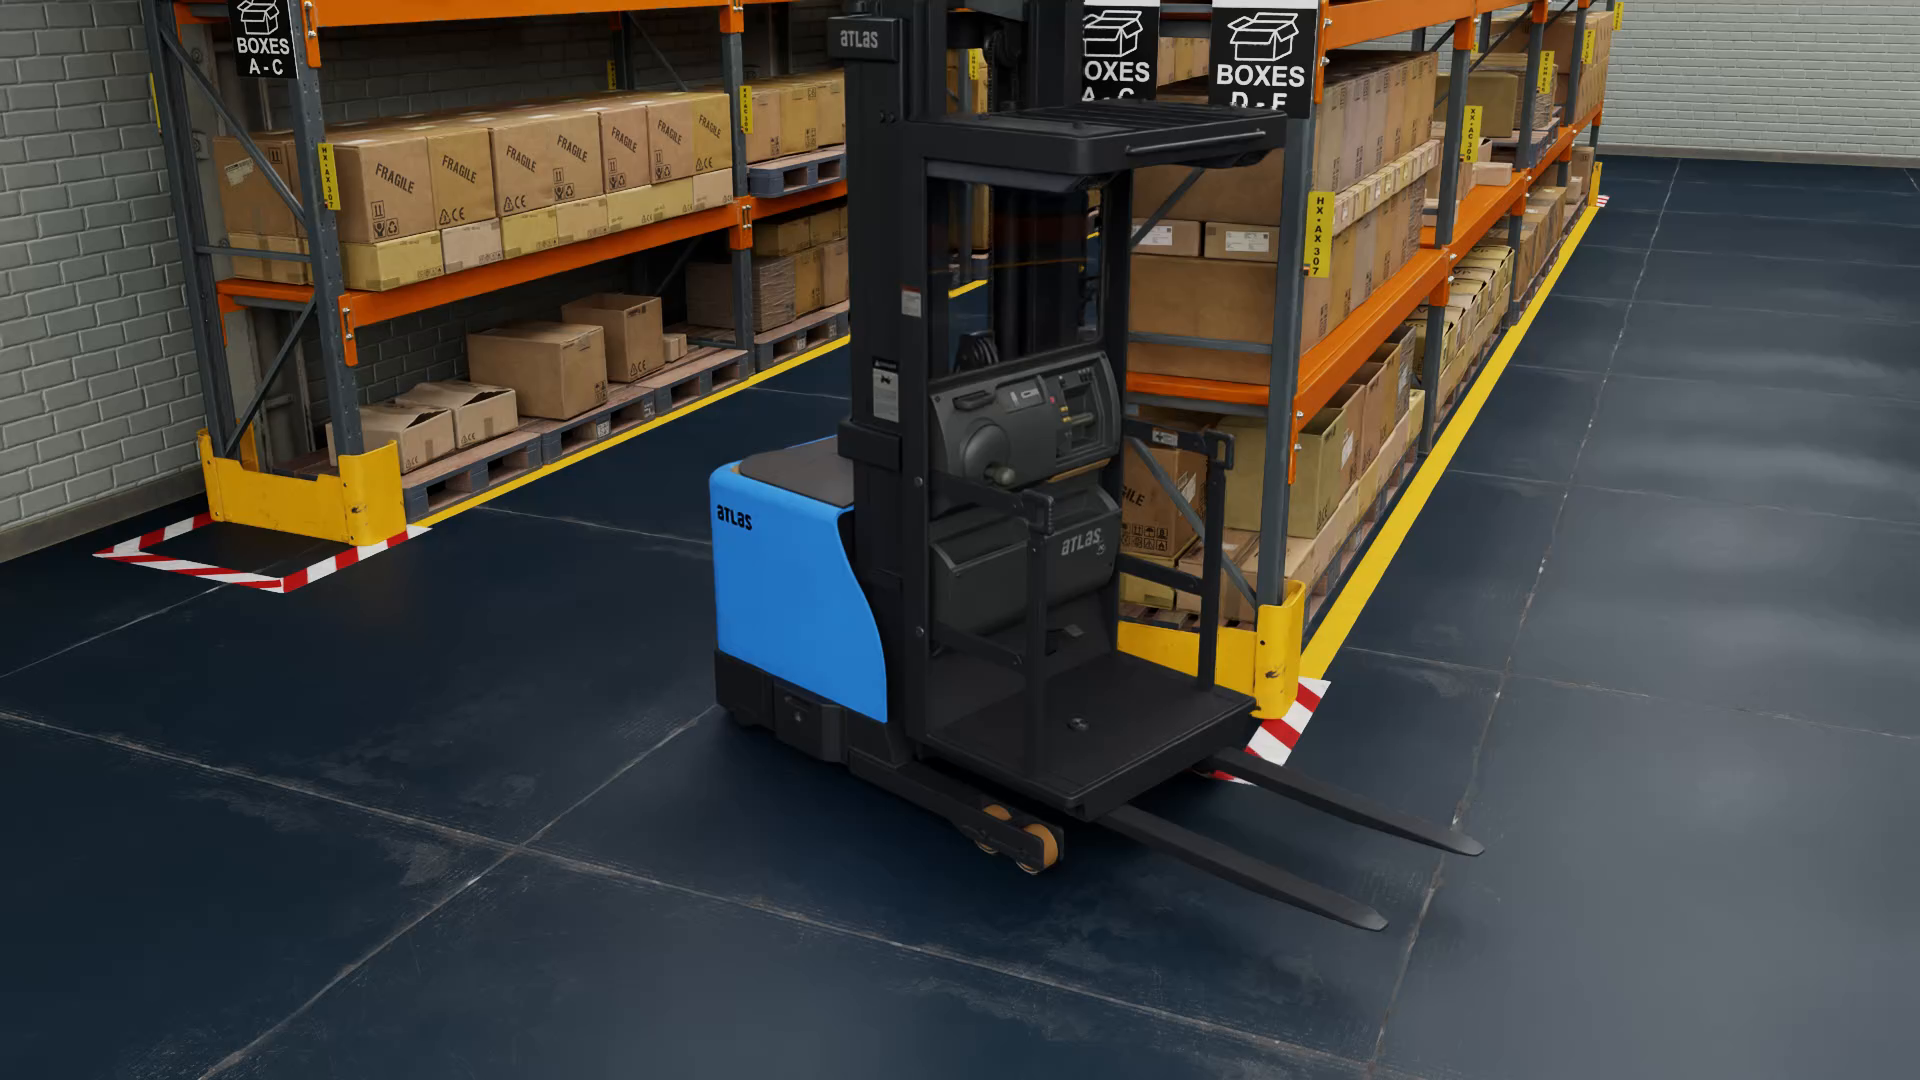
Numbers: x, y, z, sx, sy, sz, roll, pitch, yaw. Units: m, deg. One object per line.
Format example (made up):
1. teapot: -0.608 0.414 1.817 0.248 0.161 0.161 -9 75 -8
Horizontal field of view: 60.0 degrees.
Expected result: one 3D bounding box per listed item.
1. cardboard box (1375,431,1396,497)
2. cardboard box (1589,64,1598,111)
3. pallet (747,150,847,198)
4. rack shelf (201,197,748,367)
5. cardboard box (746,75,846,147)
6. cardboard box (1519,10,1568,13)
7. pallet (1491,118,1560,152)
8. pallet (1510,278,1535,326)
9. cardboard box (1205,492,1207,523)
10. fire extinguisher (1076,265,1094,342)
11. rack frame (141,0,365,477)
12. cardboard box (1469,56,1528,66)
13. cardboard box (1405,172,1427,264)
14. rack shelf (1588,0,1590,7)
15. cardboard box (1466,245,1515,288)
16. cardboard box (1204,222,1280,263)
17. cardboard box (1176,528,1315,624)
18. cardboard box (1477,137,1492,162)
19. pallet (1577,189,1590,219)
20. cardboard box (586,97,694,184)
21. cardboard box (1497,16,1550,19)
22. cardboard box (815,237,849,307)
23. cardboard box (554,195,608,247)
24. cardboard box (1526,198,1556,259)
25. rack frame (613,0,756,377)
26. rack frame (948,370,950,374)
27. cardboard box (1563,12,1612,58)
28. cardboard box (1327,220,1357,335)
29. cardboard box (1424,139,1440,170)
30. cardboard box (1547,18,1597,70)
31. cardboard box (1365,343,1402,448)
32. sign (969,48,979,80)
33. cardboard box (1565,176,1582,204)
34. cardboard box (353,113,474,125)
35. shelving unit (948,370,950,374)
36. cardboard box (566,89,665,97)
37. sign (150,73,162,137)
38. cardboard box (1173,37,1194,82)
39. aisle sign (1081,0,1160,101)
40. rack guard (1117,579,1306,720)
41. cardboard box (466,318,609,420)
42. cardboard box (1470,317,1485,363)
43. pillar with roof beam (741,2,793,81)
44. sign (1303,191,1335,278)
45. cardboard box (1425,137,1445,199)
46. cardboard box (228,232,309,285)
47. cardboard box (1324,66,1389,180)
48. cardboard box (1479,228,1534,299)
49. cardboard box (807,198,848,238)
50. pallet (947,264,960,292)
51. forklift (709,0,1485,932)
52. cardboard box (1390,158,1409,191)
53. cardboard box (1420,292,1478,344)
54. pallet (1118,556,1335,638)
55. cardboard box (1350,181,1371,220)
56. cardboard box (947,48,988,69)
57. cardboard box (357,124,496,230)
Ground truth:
1. cardboard box: 2.114 -0.450 9.235 0.500 0.250 0.500 9 21 23
2. cardboard box: 6.863 -5.102 18.690 0.500 0.500 0.500 8 21 22
3. pallet: -1.566 -2.828 12.730 1.003 0.211 1.213 9 21 23
4. rack shelf: -2.831 -1.754 10.499 1.077 0.370 4.000 9 21 23
5. cardboard box: -1.296 -3.485 13.487 0.700 0.500 0.500 12 23 30
6. cardboard box: 7.001 -6.113 20.040 0.500 0.500 0.500 9 22 24
7. pallet: 4.939 -3.754 15.333 1.003 0.211 1.213 9 21 23
8. pallet: 4.488 -2.158 14.722 1.003 0.211 1.213 9 21 23
9. cardboard box: 1.015 -0.065 8.151 0.500 0.250 0.500 9 21 23
10. fire extinguisher: 0.399 -0.794 6.841 0.296 0.674 0.183 9 21 23
11. rack frame: -3.650 -1.482 8.659 1.000 3.000 0.127 9 21 23
12. cardboard box: 5.163 -4.384 16.042 0.700 0.500 0.500 12 23 31
13. cardboard box: 2.333 -1.937 9.789 0.700 0.500 0.500 8 21 21
14. rack shelf: 6.604 -6.157 18.403 1.077 0.370 4.000 9 21 23
15. cardboard box: 4.157 -2.221 13.379 0.500 0.311 0.500 9 22 24
16. cardboard box: 1.228 -1.246 6.880 0.380 0.149 0.250 8 21 22
17. cardboard box: 1.294 0.161 7.516 0.500 0.250 0.500 9 21 23
18. cardboard box: 3.958 -3.102 13.347 0.500 0.311 0.500 10 22 26
19. pallet: 7.067 -4.113 20.220 1.003 0.211 1.213 9 21 23
20. cardboard box: -2.122 -2.656 11.036 0.500 0.500 0.500 8 21 22
21. cardboard box: 6.170 -5.491 18.291 0.500 0.500 0.500 9 21 23
22. cardboard box: -1.314 -2.277 13.968 0.700 0.500 0.500 9 21 23
23. cardboard box: -2.537 -1.996 10.299 0.500 0.250 0.500 9 21 23
24. cardboard box: 5.429 -3.008 16.024 0.500 0.500 0.500 9 21 23
25. rack frame: -2.012 -2.705 12.097 1.000 3.000 0.127 9 21 23
26. rack frame: 0.045 -0.458 8.912 0.240 0.900 0.006 9 21 23
27. cardboard box: 7.286 -5.884 19.396 0.500 0.500 0.500 9 22 24
28. cardboard box: 1.493 -1.304 8.008 0.700 0.500 0.500 9 21 23
29. cardboard box: 2.593 -2.266 9.747 0.380 0.149 0.250 9 21 23
30. cardboard box: 6.446 -5.253 17.622 0.500 0.500 0.500 8 21 21
31. cardboard box: 2.102 -0.805 9.114 0.500 0.500 0.500 9 21 23
32. sign: 0.125 -4.364 15.153 0.100 0.325 0.005 9 21 23
33. cardboard box: 7.009 -4.120 19.524 0.500 0.250 0.500 9 21 23
34. cardboard box: -3.228 -2.258 9.917 0.500 0.500 0.500 8 21 21
35. shelving unit: 0.003 -0.426 8.825 0.258 0.900 0.210 9 21 23
36. cardboard box: -2.395 -2.882 11.670 0.500 0.500 0.500 8 21 21
37. sign: -4.148 -2.259 8.643 0.100 0.325 0.005 9 21 23
38. cardboard box: 2.415 -6.133 21.290 0.980 0.700 0.700 8 21 22
39. aisle sign: 0.576 -2.048 6.372 0.394 0.787 0.004 9 21 23
40. rack guard: 0.862 0.382 7.149 1.175 0.500 0.348 9 21 23
41. cardboard box: -2.705 -1.102 10.665 0.700 0.500 0.500 7 21 19
42. cardboard box: 3.530 -1.488 12.153 0.500 0.250 0.500 9 21 24
43. pillar with roof beam: 2.232 -5.885 12.086 9.100 9.000 0.400 9 21 23
44. sign: 1.375 -1.170 6.373 0.100 0.325 0.005 9 21 23
45. cardboard box: 3.054 -2.467 11.279 0.500 0.500 0.500 10 22 27
46. cardboard box: -3.635 -1.590 9.157 0.500 0.250 0.500 9 21 23
47. cardboard box: 1.717 -2.088 8.277 0.700 0.500 0.500 9 21 23
48. cardboard box: 4.594 -2.378 14.254 0.500 0.500 0.500 10 22 25
49. cardboard box: -1.117 -2.759 14.206 0.500 0.250 0.500 8 21 22
50. pallet: -0.695 -2.375 15.332 1.003 0.211 1.213 9 21 23
51. forklift: 0.401 -0.428 5.798 3.031 2.935 1.130 18 26 41
52. cardboard box: 2.175 -1.955 8.873 0.380 0.149 0.250 8 21 22
53. cardboard box: 3.326 -1.595 11.618 0.500 0.311 0.500 8 21 21
54. pallet: 1.146 0.271 7.892 1.003 0.211 1.213 9 21 23
55. cardboard box: 1.754 -1.640 7.987 0.380 0.149 0.250 8 21 22
56. cardboard box: 0.059 -4.590 15.655 0.500 0.250 0.500 9 22 24
57. cardboard box: -2.968 -2.028 9.270 0.500 0.500 0.500 9 21 23
